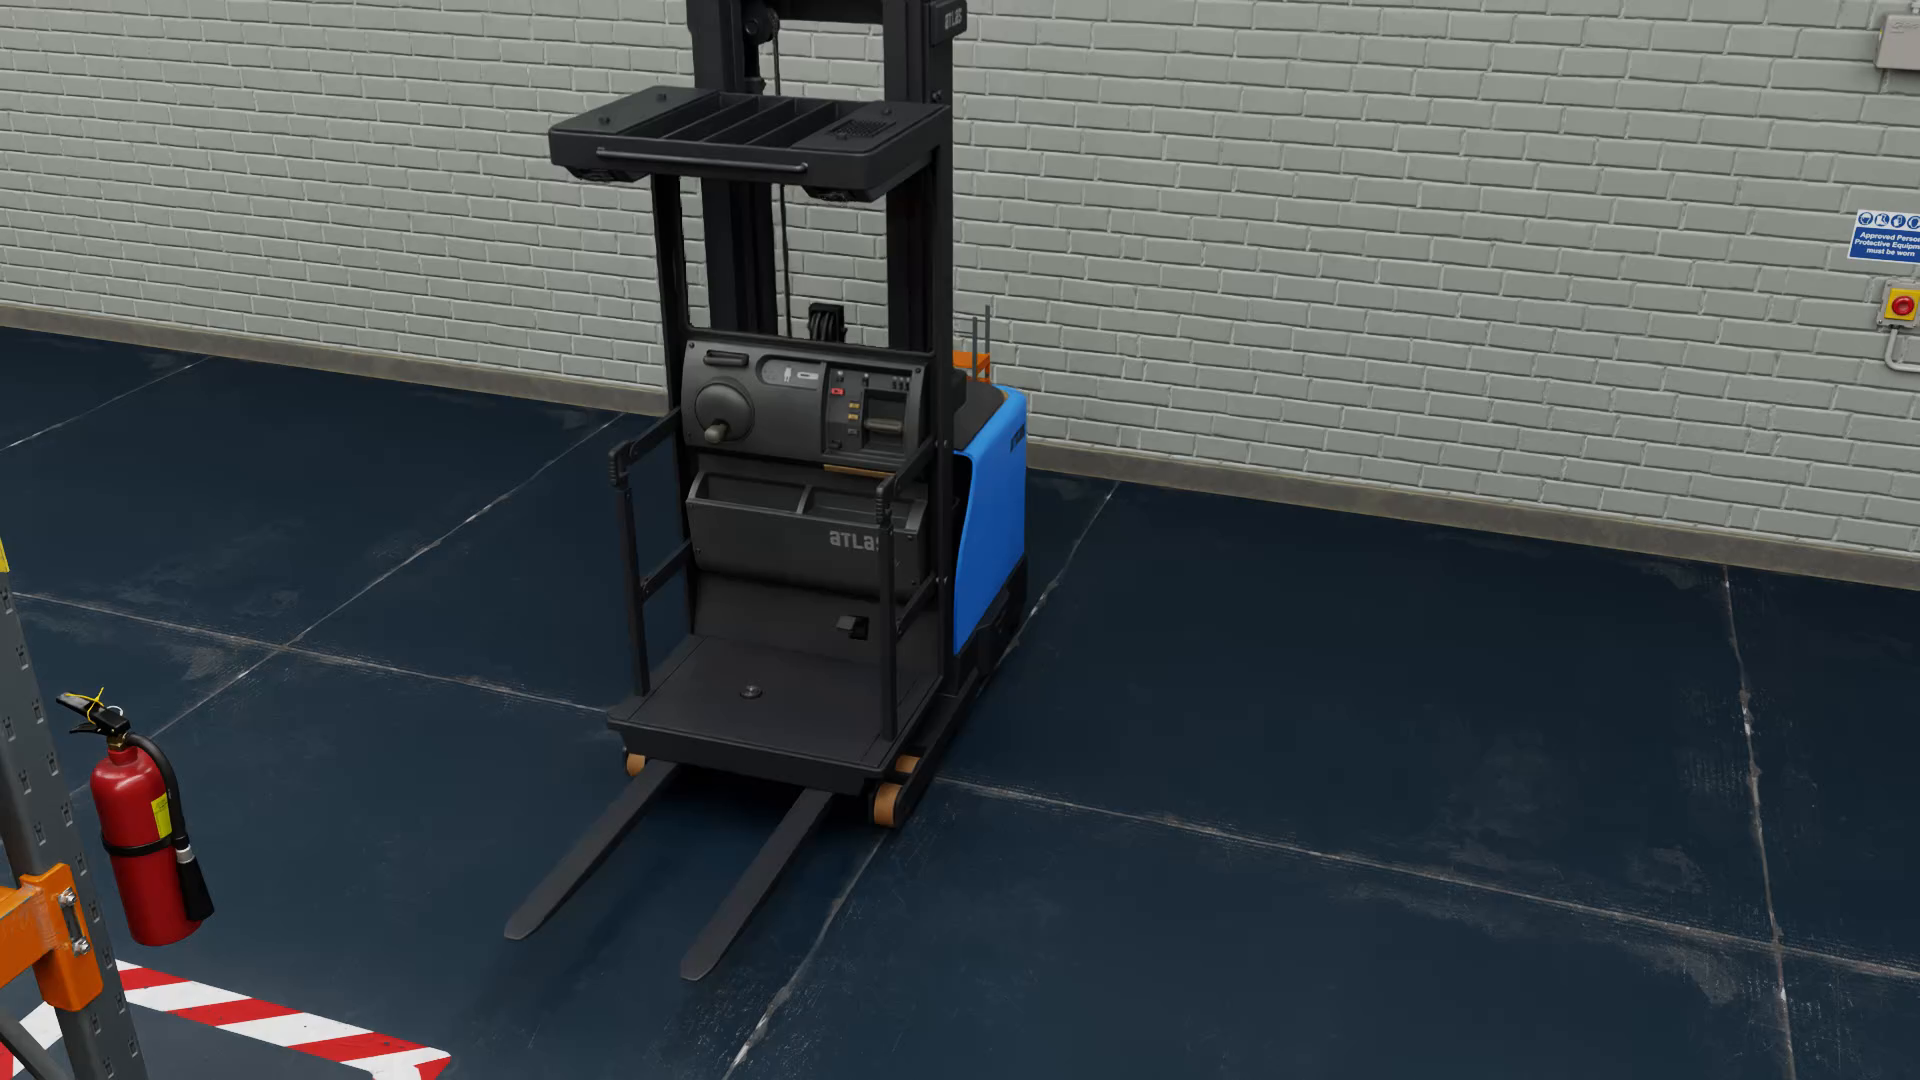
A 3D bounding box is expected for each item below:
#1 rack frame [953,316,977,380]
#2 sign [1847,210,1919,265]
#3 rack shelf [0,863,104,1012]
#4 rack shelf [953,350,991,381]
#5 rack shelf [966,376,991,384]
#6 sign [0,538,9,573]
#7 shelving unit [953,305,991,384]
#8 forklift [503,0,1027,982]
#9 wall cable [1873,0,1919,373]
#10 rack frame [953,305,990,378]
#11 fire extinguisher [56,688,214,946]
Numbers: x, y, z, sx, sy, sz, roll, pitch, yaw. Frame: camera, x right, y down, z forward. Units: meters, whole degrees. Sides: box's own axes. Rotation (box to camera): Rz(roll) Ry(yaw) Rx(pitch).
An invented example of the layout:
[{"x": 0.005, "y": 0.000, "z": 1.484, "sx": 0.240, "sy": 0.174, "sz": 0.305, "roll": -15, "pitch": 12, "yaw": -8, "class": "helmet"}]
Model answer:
[{"x": -0.035, "y": -0.496, "z": 7.899, "sx": 0.240, "sy": 1.200, "sz": 0.006, "roll": 9, "pitch": 27, "yaw": 17, "class": "rack frame"}, {"x": 4.049, "y": -1.311, "z": 7.206, "sx": 0.327, "sy": 0.218, "sz": 0.001, "roll": 9, "pitch": 27, "yaw": 17, "class": "sign"}, {"x": -3.148, "y": 1.633, "z": 2.262, "sx": 1.077, "sy": 0.370, "sz": 4.000, "roll": 9, "pitch": 27, "yaw": 17, "class": "rack shelf"}, {"x": -0.005, "y": -0.818, "z": 7.839, "sx": 0.258, "sy": 0.103, "sz": 0.180, "roll": 9, "pitch": 27, "yaw": 17, "class": "rack shelf"}, {"x": -0.005, "y": -0.710, "z": 7.891, "sx": 0.258, "sy": 0.103, "sz": 0.180, "roll": 9, "pitch": 27, "yaw": 17, "class": "rack shelf"}, {"x": -1.965, "y": -0.088, "z": 3.298, "sx": 0.100, "sy": 0.325, "sz": 0.005, "roll": 9, "pitch": 27, "yaw": 17, "class": "sign"}, {"x": -0.005, "y": -0.534, "z": 7.976, "sx": 0.258, "sy": 1.200, "sz": 0.189, "roll": 9, "pitch": 27, "yaw": 17, "class": "shelving unit"}, {"x": -0.639, "y": -0.464, "z": 5.845, "sx": 1.130, "sy": 2.935, "sz": 3.031, "roll": 8, "pitch": 27, "yaw": 16, "class": "forklift"}, {"x": 4.074, "y": -1.629, "z": 6.970, "sx": 0.585, "sy": 1.953, "sz": 0.123, "roll": 9, "pitch": 27, "yaw": 17, "class": "wall cable"}, {"x": 0.026, "y": -0.572, "z": 8.054, "sx": 0.240, "sy": 1.200, "sz": 0.006, "roll": 9, "pitch": 27, "yaw": 17, "class": "rack frame"}, {"x": -1.963, "y": 0.653, "z": 3.976, "sx": 0.296, "sy": 0.674, "sz": 0.183, "roll": 9, "pitch": 27, "yaw": 17, "class": "fire extinguisher"}]
